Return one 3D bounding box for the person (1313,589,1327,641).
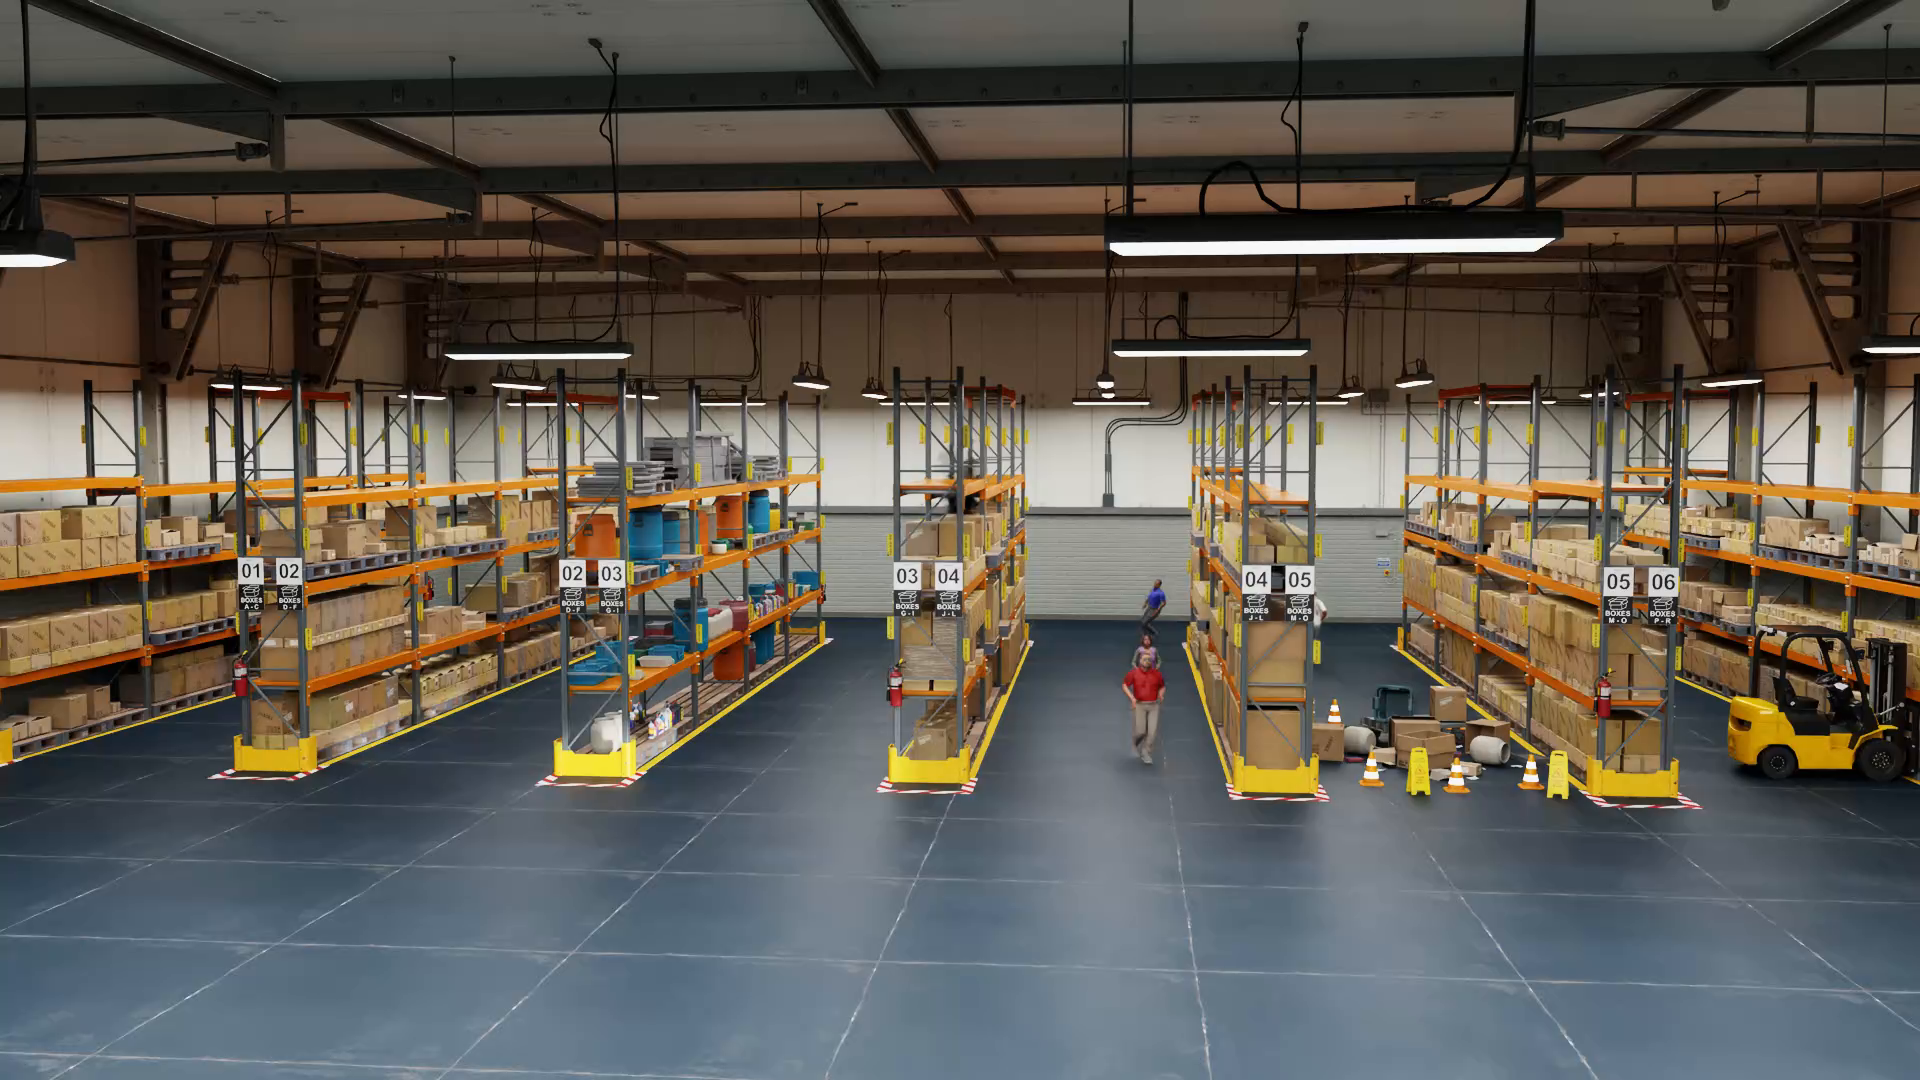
[{"bbox_3d":[7.841,1.890,37.032,0.615,1.623,0.727,0,4,-3],"label":"person"}]

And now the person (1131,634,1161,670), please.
[{"bbox_3d":[3.269,2.417,29.116,0.532,1.550,0.559,0,4,1],"label":"person"}]

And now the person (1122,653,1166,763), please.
[{"bbox_3d":[2.850,2.575,25.457,0.656,1.676,0.610,0,4,-8],"label":"person"}]

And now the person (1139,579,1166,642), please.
[{"bbox_3d":[4.638,1.729,40.456,0.530,1.550,0.680,-1,4,-17],"label":"person"}]
